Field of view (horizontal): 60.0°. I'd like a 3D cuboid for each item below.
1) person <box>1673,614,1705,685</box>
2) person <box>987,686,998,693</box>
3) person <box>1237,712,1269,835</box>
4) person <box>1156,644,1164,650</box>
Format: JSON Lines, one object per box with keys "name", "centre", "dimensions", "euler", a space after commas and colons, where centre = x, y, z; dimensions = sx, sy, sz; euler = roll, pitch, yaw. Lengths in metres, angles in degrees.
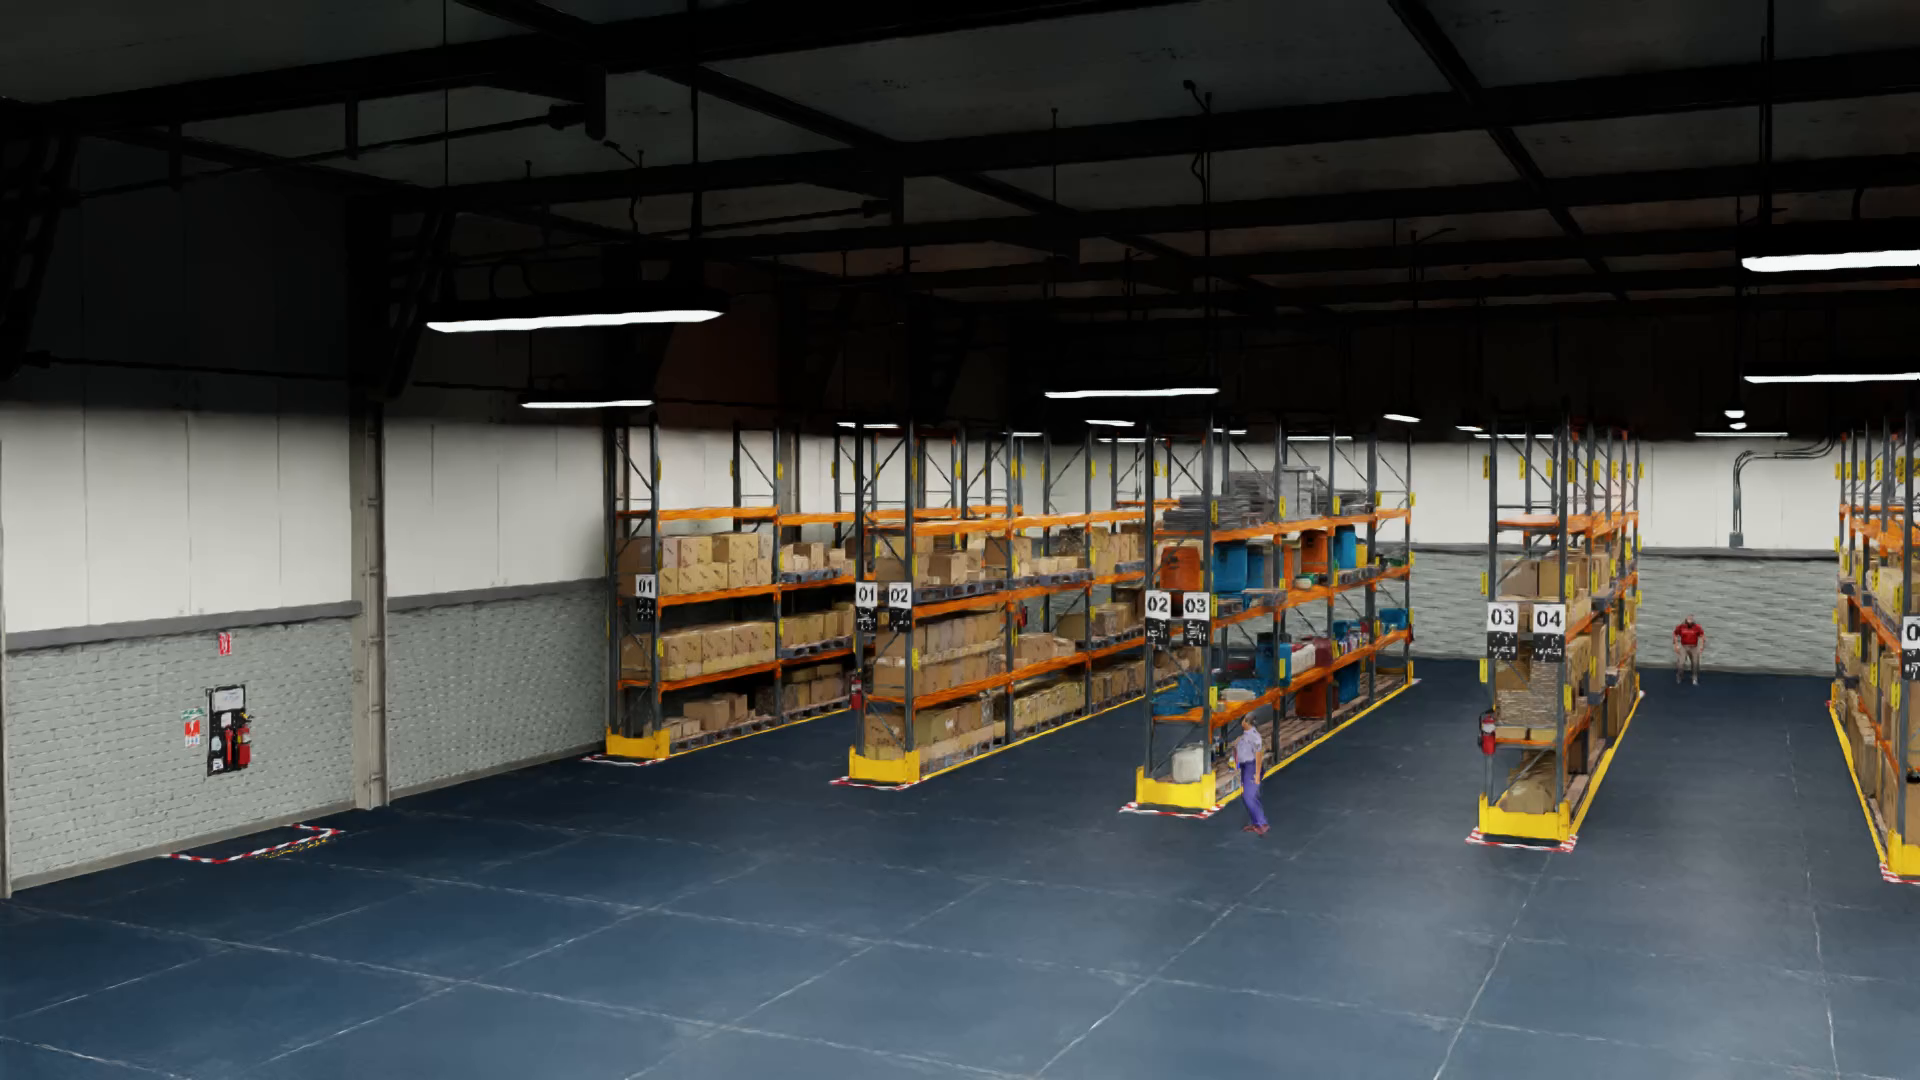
{"name": "person", "centre": [16.989, 2.540, 38.765], "dimensions": [0.682, 1.676, 0.529], "euler": [1, 3, 23]}
{"name": "person", "centre": [0.615, 2.706, 35.280], "dimensions": [0.446, 1.590, 1.110], "euler": [1, 3, 27]}
{"name": "person", "centre": [4.045, 3.207, 22.952], "dimensions": [0.402, 1.641, 0.602], "euler": [0, 2, -4]}
{"name": "person", "centre": [5.229, 2.284, 44.072], "dimensions": [0.566, 1.706, 1.122], "euler": [1, 3, 28]}
